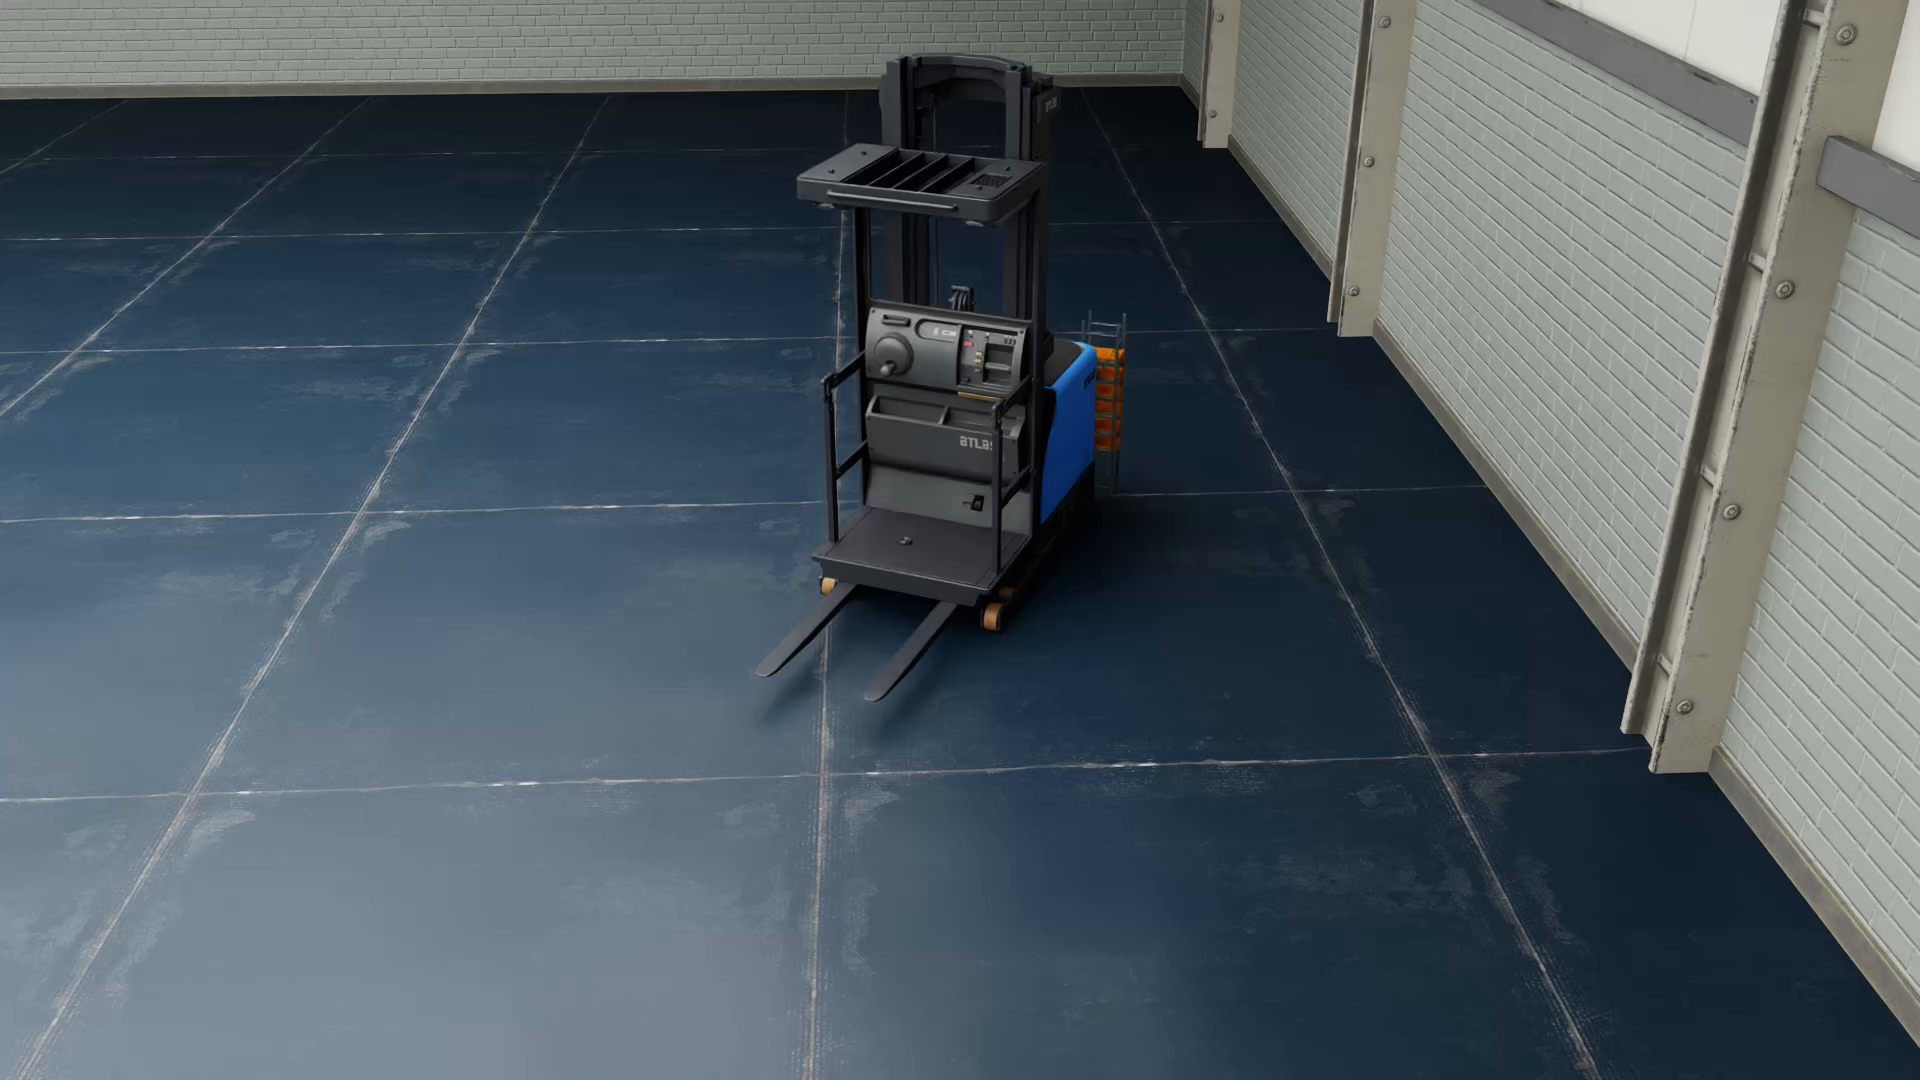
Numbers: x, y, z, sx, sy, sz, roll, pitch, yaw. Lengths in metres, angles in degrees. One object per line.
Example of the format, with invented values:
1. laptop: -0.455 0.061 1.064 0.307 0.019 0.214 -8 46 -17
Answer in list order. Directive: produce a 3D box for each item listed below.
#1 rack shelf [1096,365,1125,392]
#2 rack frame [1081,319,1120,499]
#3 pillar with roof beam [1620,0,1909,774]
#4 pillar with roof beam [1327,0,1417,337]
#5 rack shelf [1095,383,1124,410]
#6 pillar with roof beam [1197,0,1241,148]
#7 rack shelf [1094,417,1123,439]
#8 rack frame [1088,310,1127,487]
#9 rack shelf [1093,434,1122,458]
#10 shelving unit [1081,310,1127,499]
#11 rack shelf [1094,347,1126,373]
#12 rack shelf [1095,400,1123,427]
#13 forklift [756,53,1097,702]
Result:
1. rack shelf: 0.896 -1.028 10.501 0.258 0.103 0.180 8 29 15
2. rack frame: 0.869 -0.814 10.514 0.240 1.200 0.006 8 29 15
3. pillar with roof beam: -0.791 -2.848 5.979 9.100 9.000 0.400 -1 28 -3
4. pillar with roof beam: -1.104 -5.619 11.292 9.100 9.000 0.400 -1 28 -3
5. rack shelf: 0.896 -0.922 10.556 0.258 0.103 0.180 8 29 15
6. pillar with roof beam: -1.418 -8.389 16.604 9.100 9.000 0.400 -1 28 -3
7. rack shelf: 0.896 -0.709 10.667 0.258 0.103 0.180 8 29 15
8. rack frame: 0.923 -0.895 10.669 0.240 1.200 0.006 8 29 15
9. rack shelf: 0.896 -0.602 10.723 0.258 0.103 0.180 8 29 15
10. shelving unit: 0.896 -0.855 10.591 0.258 1.200 0.189 8 29 15
11. rack shelf: 0.896 -1.134 10.445 0.258 0.103 0.180 8 29 15
12. rack shelf: 0.896 -0.815 10.612 0.258 0.103 0.180 8 29 15
13. forklift: -0.162 -1.009 9.015 1.130 2.935 3.031 11 29 19
